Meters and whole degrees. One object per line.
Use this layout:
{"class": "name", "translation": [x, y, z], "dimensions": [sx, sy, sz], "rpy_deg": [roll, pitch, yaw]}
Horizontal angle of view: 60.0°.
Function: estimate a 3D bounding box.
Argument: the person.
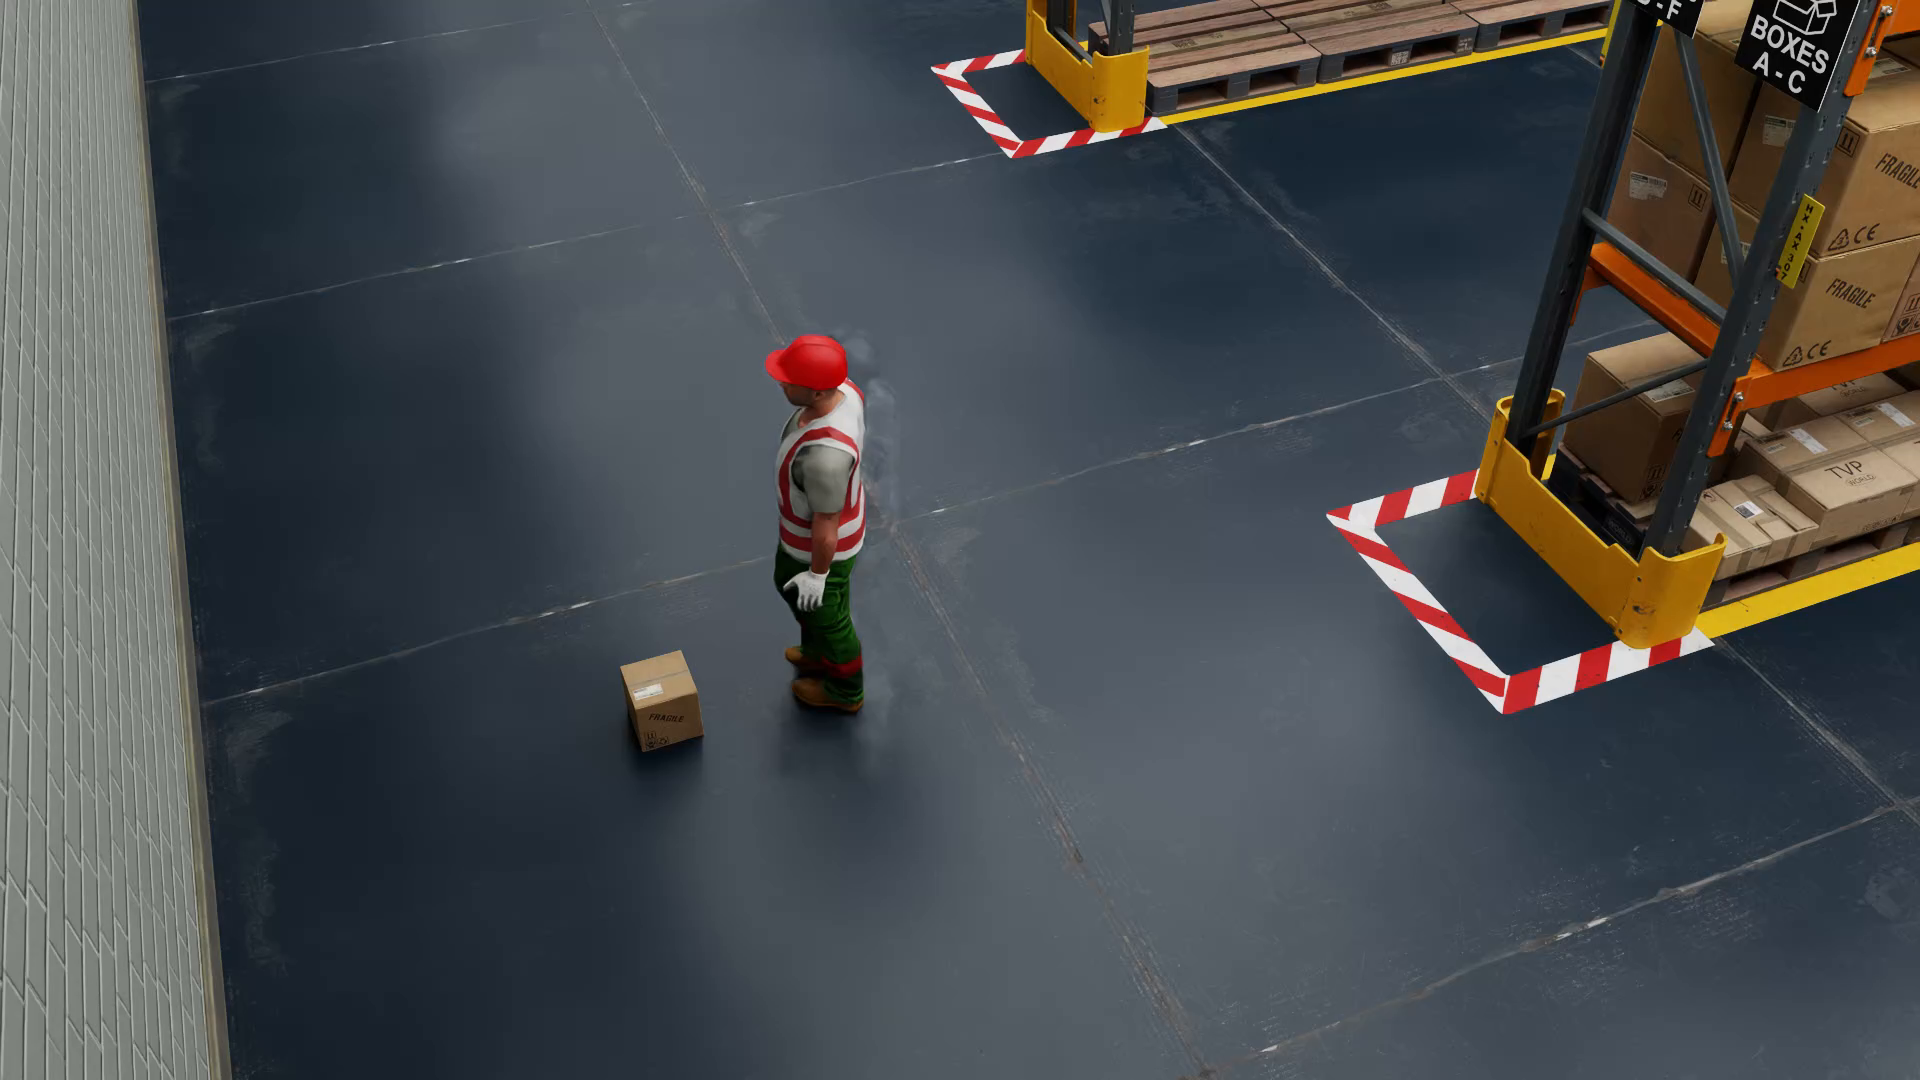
{"class": "person", "translation": [-0.539, -0.017, 6.173], "dimensions": [0.401, 1.822, 0.589], "rpy_deg": [1, 41, 1]}
